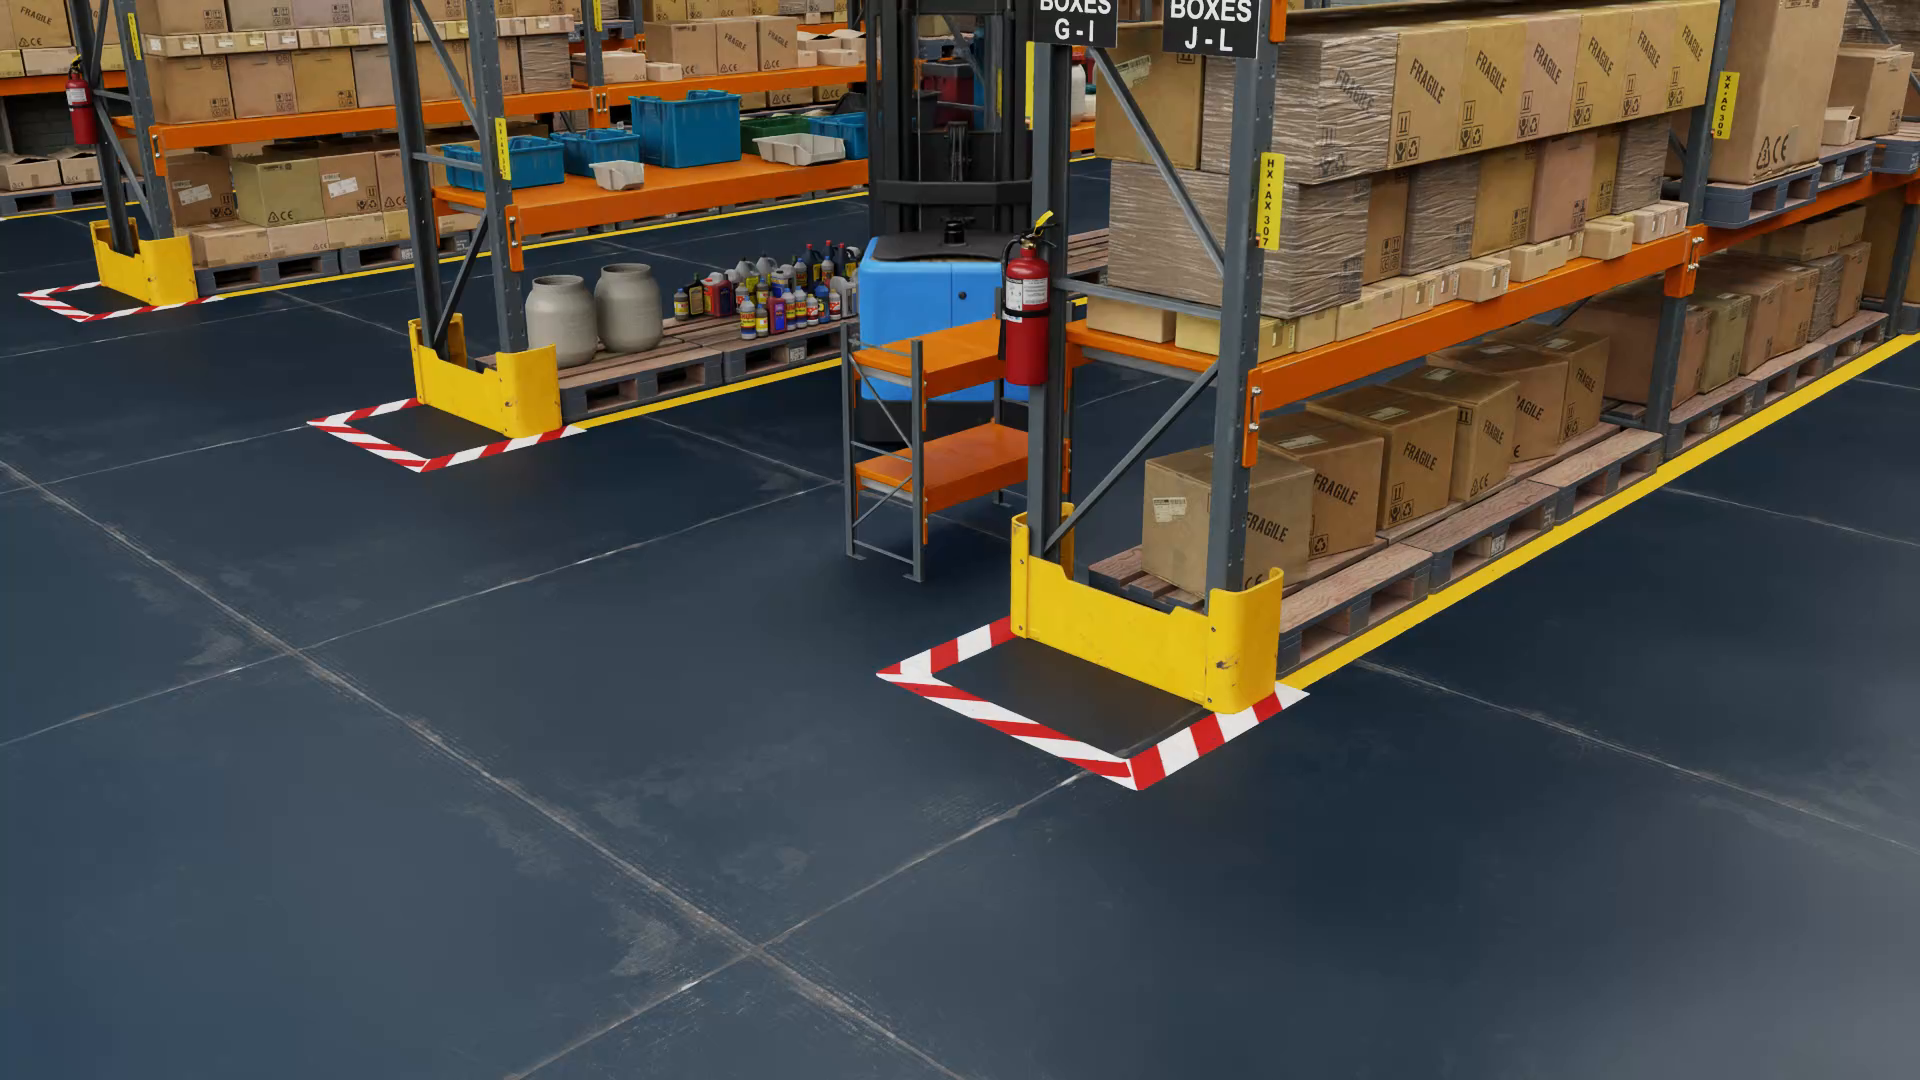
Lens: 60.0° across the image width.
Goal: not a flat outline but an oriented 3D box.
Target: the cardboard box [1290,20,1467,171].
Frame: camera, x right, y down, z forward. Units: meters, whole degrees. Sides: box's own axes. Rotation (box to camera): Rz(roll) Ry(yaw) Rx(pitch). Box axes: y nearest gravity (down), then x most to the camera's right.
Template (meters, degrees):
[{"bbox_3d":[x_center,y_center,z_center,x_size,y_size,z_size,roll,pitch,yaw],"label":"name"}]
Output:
[{"bbox_3d":[1.606,-1.748,6.494,0.500,0.500,0.500,19,28,41],"label":"cardboard box"}]

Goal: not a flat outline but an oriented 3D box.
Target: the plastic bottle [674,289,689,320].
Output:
[{"bbox_3d":[-1.908,-1.616,11.386,0.097,0.201,0.097,0,21,0],"label":"plastic bottle"}]

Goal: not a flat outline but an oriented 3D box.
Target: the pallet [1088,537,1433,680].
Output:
[{"bbox_3d":[1.319,0.186,7.296,1.003,0.211,1.213,19,28,41],"label":"pallet"}]

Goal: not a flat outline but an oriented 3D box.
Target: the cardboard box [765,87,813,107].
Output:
[{"bbox_3d":[-2.580,-6.463,23.121,0.750,0.750,0.750,-19,28,-40],"label":"cardboard box"}]

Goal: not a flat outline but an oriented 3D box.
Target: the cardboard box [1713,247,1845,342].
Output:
[{"bbox_3d":[5.424,-1.668,11.104,0.700,0.500,0.500,16,26,36],"label":"cardboard box"}]

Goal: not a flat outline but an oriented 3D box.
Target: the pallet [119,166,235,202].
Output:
[{"bbox_3d":[-8.477,-3.845,17.784,1.003,0.211,1.213,19,28,41],"label":"pallet"}]

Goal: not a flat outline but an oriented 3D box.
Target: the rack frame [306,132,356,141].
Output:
[{"bbox_3d":[-7.183,-5.643,18.576,1.000,3.000,0.127,19,28,41],"label":"rack frame"}]

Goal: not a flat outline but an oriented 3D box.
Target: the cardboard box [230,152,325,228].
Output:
[{"bbox_3d":[-5.541,-2.850,13.510,0.500,0.500,0.500,19,28,41],"label":"cardboard box"}]

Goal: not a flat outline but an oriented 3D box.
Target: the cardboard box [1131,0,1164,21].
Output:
[{"bbox_3d":[2.501,-6.570,20.848,0.500,0.500,0.500,-19,28,-41],"label":"cardboard box"}]

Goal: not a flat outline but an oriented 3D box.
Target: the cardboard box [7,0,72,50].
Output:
[{"bbox_3d":[-9.073,-5.076,16.237,0.500,0.500,0.500,19,28,41],"label":"cardboard box"}]

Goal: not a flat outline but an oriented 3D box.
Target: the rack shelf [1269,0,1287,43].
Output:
[{"bbox_3d":[2.069,-2.474,7.153,1.077,0.370,4.000,19,28,41],"label":"rack shelf"}]

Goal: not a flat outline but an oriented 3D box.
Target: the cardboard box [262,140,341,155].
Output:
[{"bbox_3d":[-5.573,-3.112,14.192,0.500,0.500,0.500,19,28,41],"label":"cardboard box"}]

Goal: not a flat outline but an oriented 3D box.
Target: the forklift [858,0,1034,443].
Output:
[{"bbox_3d":[0.000,-2.385,10.195,1.130,2.935,3.031,1,21,2],"label":"forklift"}]

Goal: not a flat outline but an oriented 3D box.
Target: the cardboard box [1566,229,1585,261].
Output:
[{"bbox_3d":[2.763,-1.443,7.999,0.380,0.149,0.250,19,28,41],"label":"cardboard box"}]

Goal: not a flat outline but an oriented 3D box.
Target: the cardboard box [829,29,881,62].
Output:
[{"bbox_3d":[-1.126,-5.308,17.829,0.500,0.311,0.500,-18,27,-39],"label":"cardboard box"}]

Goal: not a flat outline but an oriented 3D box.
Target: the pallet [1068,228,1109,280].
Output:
[{"bbox_3d":[1.287,-2.389,13.995,1.003,0.211,1.213,19,28,41],"label":"pallet"}]

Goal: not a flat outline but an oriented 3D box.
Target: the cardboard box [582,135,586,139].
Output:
[{"bbox_3d":[-3.554,-3.755,16.128,0.500,0.311,0.500,19,28,41],"label":"cardboard box"}]

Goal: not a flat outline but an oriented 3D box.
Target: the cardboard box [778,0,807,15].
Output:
[{"bbox_3d":[-2.449,-7.452,22.700,0.500,0.500,0.500,19,28,41],"label":"cardboard box"}]

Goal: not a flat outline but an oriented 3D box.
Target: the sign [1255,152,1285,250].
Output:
[{"bbox_3d":[1.063,-1.164,5.716,0.100,0.325,0.005,19,28,41],"label":"sign"}]

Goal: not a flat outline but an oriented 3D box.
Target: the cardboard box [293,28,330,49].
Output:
[{"bbox_3d":[-5.274,-4.038,13.357,0.380,0.149,0.250,18,27,39],"label":"cardboard box"}]

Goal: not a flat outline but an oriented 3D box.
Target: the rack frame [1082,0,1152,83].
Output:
[{"bbox_3d":[1.950,-6.461,20.703,1.000,3.000,0.127,19,28,41],"label":"rack frame"}]

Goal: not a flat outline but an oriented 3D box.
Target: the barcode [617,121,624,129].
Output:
[{"bbox_3d":[-3.155,-3.852,15.449,0.001,0.075,0.075,19,28,41],"label":"barcode"}]

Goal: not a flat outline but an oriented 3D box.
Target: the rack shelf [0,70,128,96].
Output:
[{"bbox_3d":[-8.578,-4.793,17.367,1.077,0.370,4.000,19,28,41],"label":"rack shelf"}]

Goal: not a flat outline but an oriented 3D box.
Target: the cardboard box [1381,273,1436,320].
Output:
[{"bbox_3d":[1.756,-1.044,6.960,0.380,0.149,0.250,19,28,41],"label":"cardboard box"}]

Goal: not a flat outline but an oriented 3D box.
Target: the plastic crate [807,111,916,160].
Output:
[{"bbox_3d":[-0.662,-2.742,11.234,0.499,0.251,0.616,19,28,41],"label":"plastic crate"}]

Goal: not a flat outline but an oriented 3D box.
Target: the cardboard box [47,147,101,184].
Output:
[{"bbox_3d":[-9.028,-3.867,17.090,0.500,0.311,0.500,-17,27,-38],"label":"cardboard box"}]

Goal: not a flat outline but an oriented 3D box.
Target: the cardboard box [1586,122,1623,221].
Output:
[{"bbox_3d":[2.732,-1.890,8.256,0.875,0.500,0.500,19,28,41],"label":"cardboard box"}]

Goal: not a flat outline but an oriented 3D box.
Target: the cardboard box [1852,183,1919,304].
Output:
[{"bbox_3d":[6.751,-2.329,12.328,1.225,0.875,0.875,18,27,38],"label":"cardboard box"}]

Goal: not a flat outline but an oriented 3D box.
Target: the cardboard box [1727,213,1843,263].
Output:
[{"bbox_3d":[5.446,-2.022,10.981,0.500,0.250,0.500,-16,26,-36],"label":"cardboard box"}]

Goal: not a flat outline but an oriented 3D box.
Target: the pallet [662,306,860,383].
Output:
[{"bbox_3d":[-1.434,-1.385,11.383,1.003,0.211,1.213,19,28,41],"label":"pallet"}]

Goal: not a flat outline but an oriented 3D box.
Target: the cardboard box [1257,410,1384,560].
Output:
[{"bbox_3d":[1.514,-0.244,7.426,0.500,0.500,0.500,-12,24,-28],"label":"cardboard box"}]

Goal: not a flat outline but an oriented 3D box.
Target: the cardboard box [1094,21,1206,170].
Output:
[{"bbox_3d":[0.880,-1.751,6.502,0.500,0.500,0.500,19,28,41],"label":"cardboard box"}]

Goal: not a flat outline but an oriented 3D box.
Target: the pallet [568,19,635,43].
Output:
[{"bbox_3d":[-4.813,-6.372,20.739,1.213,0.211,1.003,19,28,41],"label":"pallet"}]

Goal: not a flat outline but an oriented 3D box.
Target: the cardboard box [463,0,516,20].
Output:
[{"bbox_3d":[-4.288,-4.811,14.462,0.700,0.500,0.500,19,28,41],"label":"cardboard box"}]

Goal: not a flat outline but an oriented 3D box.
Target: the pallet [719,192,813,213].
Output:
[{"bbox_3d":[-2.294,-3.617,17.191,1.003,0.211,1.213,19,28,41],"label":"pallet"}]

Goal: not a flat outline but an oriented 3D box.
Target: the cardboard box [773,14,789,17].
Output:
[{"bbox_3d":[-2.553,-7.118,22.736,0.380,0.149,0.250,18,28,39],"label":"cardboard box"}]

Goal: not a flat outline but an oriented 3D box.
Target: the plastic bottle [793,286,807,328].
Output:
[{"bbox_3d":[-1.078,-1.569,11.166,0.097,0.271,0.097,0,21,0],"label":"plastic bottle"}]

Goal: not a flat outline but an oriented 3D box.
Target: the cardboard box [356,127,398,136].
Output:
[{"bbox_3d":[-6.681,-4.875,19.448,0.500,0.500,0.700,-19,28,-40],"label":"cardboard box"}]

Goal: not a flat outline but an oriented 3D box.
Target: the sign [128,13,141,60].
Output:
[{"bbox_3d":[-6.028,-3.677,12.143,0.100,0.325,0.005,19,28,41],"label":"sign"}]

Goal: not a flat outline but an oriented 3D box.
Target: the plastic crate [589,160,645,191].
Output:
[{"bbox_3d":[-2.020,-2.162,9.886,0.298,0.136,0.250,19,28,41],"label":"plastic crate"}]

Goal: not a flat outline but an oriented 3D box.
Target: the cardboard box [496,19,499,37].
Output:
[{"bbox_3d":[-4.205,-4.432,14.380,0.380,0.149,0.250,19,28,41],"label":"cardboard box"}]

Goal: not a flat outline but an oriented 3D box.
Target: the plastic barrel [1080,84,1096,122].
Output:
[{"bbox_3d":[0.949,-3.401,12.935,0.301,0.262,0.301,0,21,0],"label":"plastic barrel"}]

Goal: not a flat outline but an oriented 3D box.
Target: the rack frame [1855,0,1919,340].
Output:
[{"bbox_3d":[6.254,-2.952,11.575,1.000,3.000,0.127,19,28,41],"label":"rack frame"}]

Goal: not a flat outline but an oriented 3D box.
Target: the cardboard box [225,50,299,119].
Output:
[{"bbox_3d":[-5.724,-3.676,13.318,0.500,0.500,0.700,-19,28,-41],"label":"cardboard box"}]

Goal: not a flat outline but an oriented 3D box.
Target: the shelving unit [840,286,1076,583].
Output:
[{"bbox_3d":[0.005,-0.527,7.877,0.538,1.125,1.048,19,28,41],"label":"shelving unit"}]

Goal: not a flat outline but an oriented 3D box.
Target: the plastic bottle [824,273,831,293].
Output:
[{"bbox_3d":[-0.879,-1.717,11.533,0.061,0.283,0.133,19,28,41],"label":"plastic bottle"}]

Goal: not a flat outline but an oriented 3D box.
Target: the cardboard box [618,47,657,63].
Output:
[{"bbox_3d":[-3.149,-4.614,16.084,0.396,0.266,0.258,18,28,39],"label":"cardboard box"}]

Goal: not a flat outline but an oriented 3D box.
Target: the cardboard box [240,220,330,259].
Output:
[{"bbox_3d":[-5.542,-2.500,13.646,0.500,0.250,0.500,19,28,41],"label":"cardboard box"}]

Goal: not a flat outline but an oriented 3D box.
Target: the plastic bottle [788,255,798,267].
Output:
[{"bbox_3d":[-1.222,-1.917,12.054,0.133,0.283,0.061,-19,28,-40],"label":"plastic bottle"}]

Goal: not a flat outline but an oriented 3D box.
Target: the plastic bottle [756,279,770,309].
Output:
[{"bbox_3d":[-1.386,-1.735,11.694,0.097,0.201,0.097,0,21,0],"label":"plastic bottle"}]

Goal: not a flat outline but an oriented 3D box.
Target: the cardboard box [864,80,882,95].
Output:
[{"bbox_3d":[-1.007,-6.895,24.733,0.700,0.500,0.500,20,29,41],"label":"cardboard box"}]
